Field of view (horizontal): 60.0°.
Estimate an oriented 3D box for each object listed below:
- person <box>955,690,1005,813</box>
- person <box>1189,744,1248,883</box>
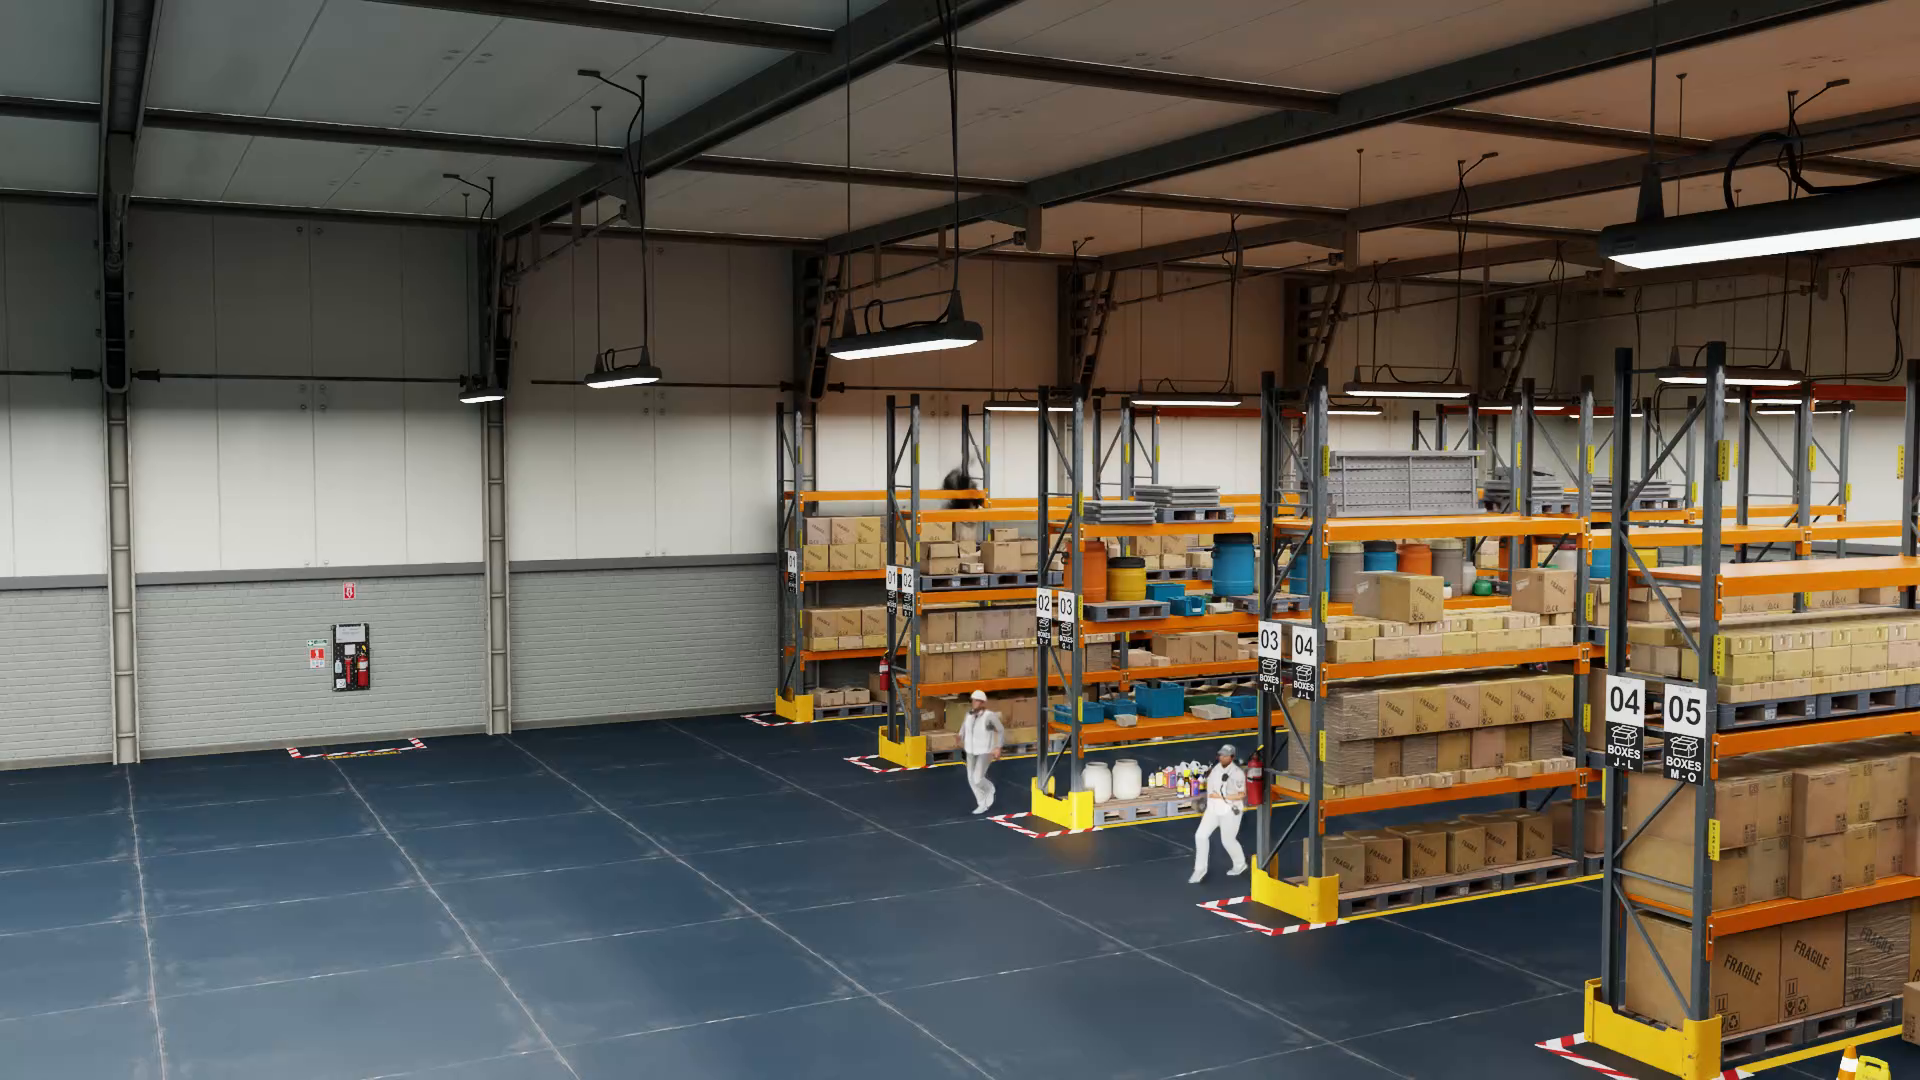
[{"bbox_3d":[0.251,2.988,23.406,0.700,1.746,0.597,2,4,36],"label":"person"},{"bbox_3d":[3.162,3.245,19.683,0.776,1.698,0.600,-2,4,-37],"label":"person"}]
